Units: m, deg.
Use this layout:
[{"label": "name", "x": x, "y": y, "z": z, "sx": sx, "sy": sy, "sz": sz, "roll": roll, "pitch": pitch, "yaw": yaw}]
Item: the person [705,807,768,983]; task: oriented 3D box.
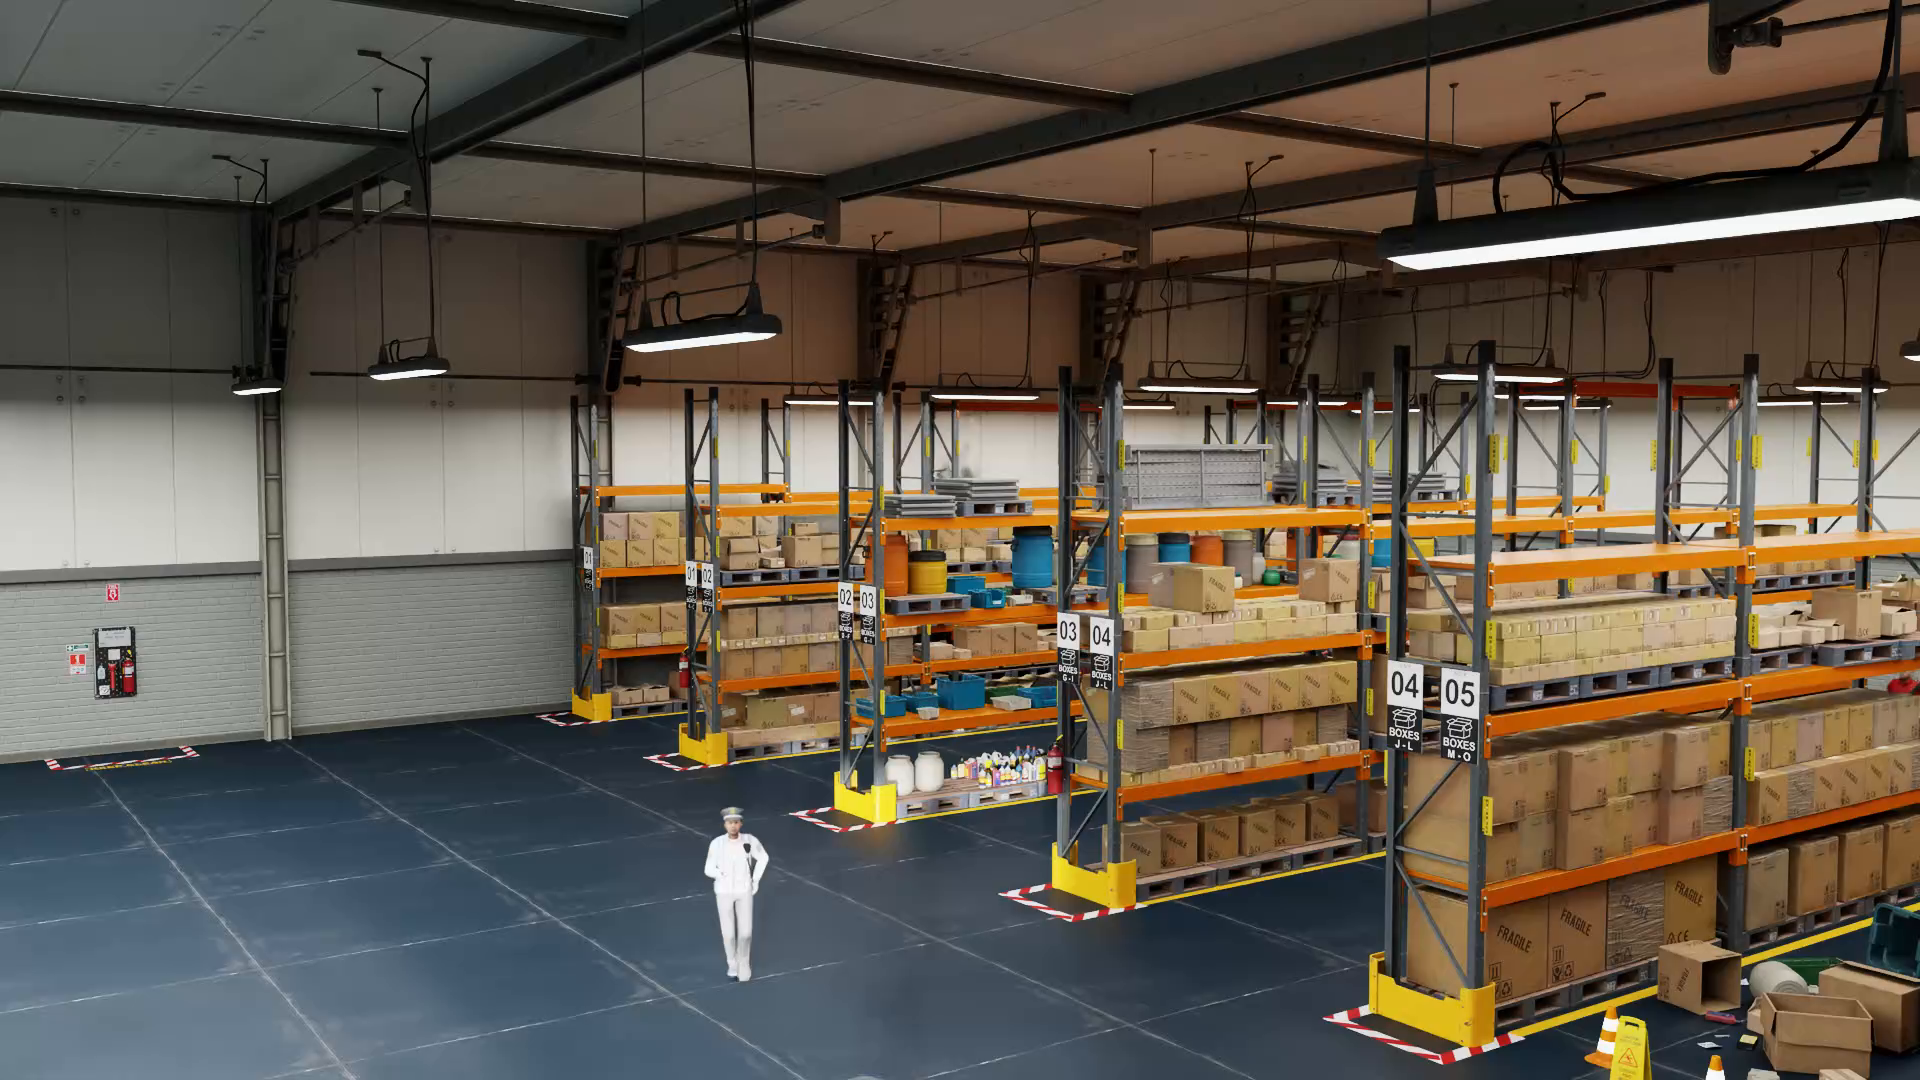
[{"label": "person", "x": -2.126, "y": 3.373, "z": 15.788, "sx": 0.596, "sy": 1.690, "sz": 0.614, "roll": 0, "pitch": 3, "yaw": -4}]

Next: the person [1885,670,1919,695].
[{"label": "person", "x": 14.639, "y": 2.776, "z": 25.746, "sx": 0.756, "sy": 1.713, "sz": 0.705, "roll": -3, "pitch": 4, "yaw": -37}]
